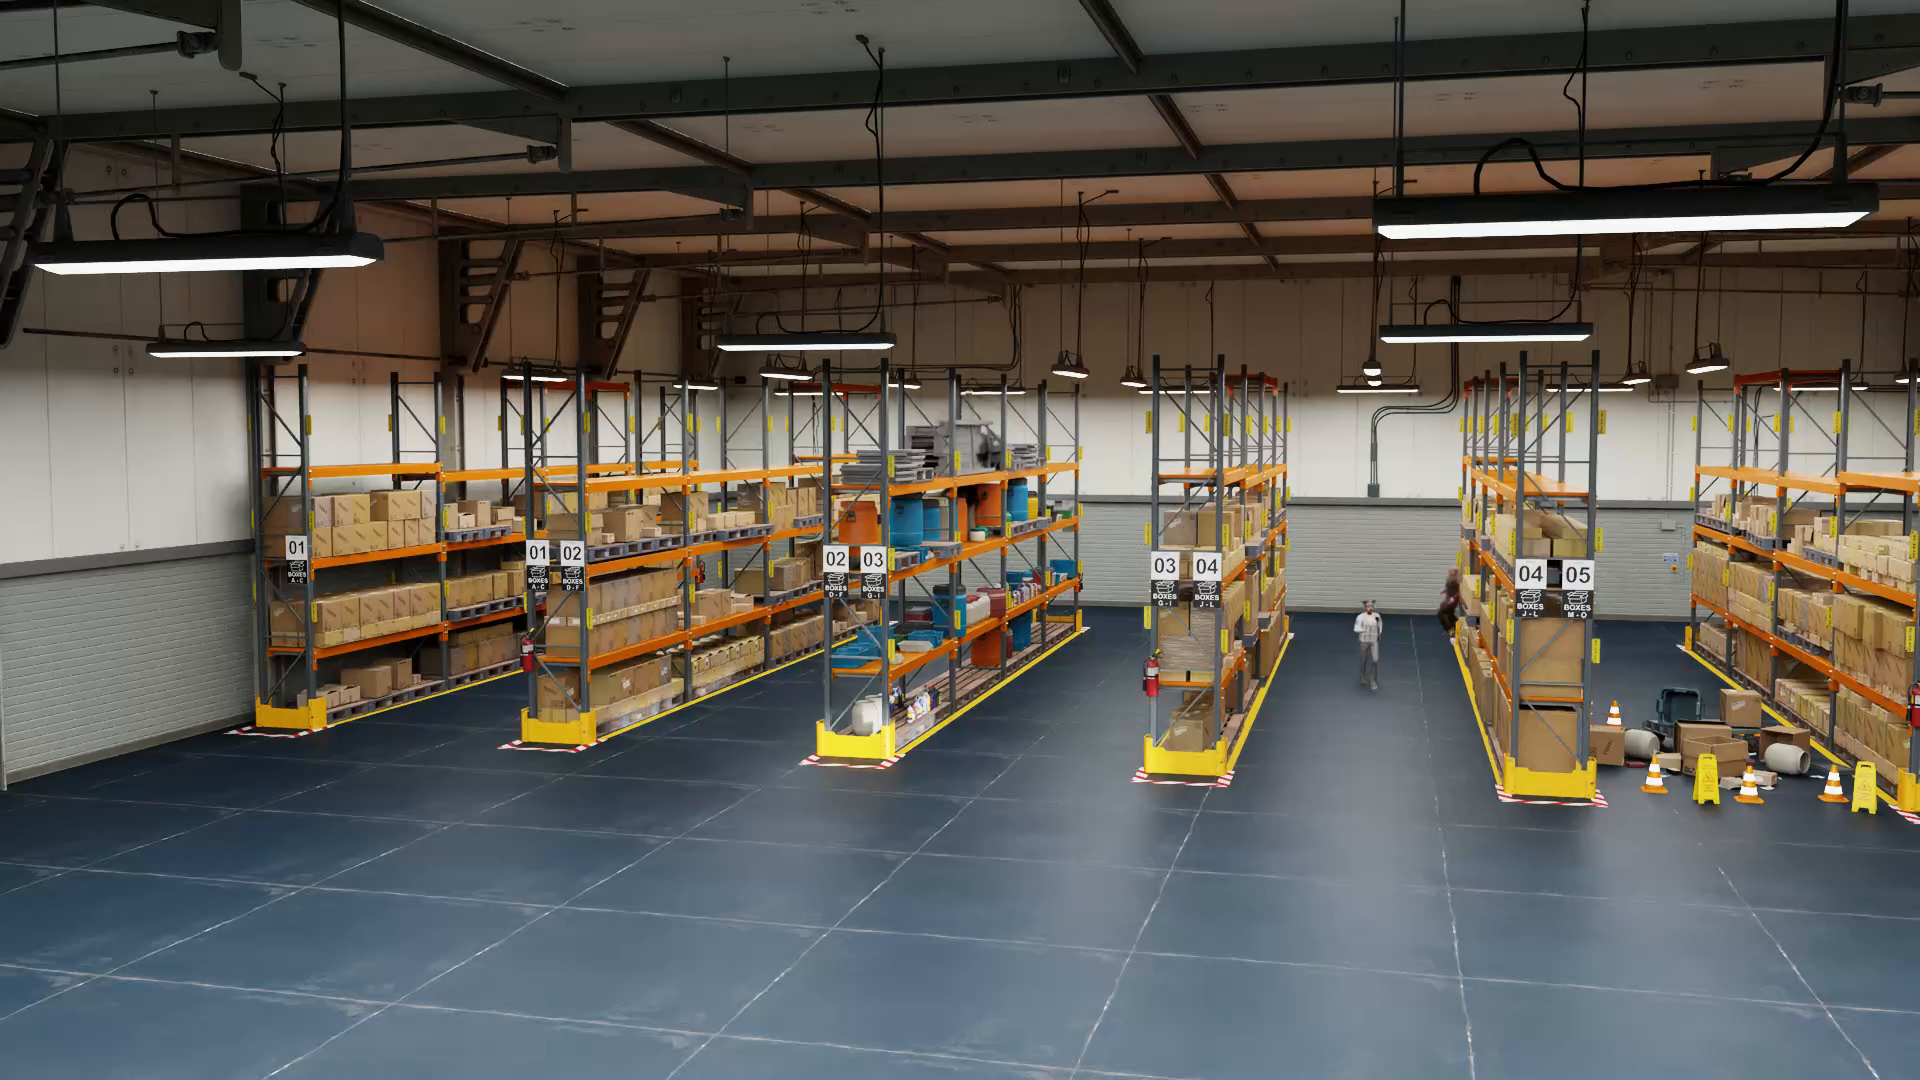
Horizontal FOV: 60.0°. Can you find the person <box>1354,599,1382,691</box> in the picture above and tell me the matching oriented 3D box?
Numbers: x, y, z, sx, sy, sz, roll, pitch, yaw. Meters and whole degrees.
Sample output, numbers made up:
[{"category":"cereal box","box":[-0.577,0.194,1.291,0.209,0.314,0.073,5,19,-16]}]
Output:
[{"category":"person","box":[7.780,1.975,31.685,0.554,1.737,0.816,0,4,7]}]

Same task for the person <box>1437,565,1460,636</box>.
[{"category":"person","box":[11.619,1.455,39.311,0.651,1.743,0.843,1,4,11]}]
